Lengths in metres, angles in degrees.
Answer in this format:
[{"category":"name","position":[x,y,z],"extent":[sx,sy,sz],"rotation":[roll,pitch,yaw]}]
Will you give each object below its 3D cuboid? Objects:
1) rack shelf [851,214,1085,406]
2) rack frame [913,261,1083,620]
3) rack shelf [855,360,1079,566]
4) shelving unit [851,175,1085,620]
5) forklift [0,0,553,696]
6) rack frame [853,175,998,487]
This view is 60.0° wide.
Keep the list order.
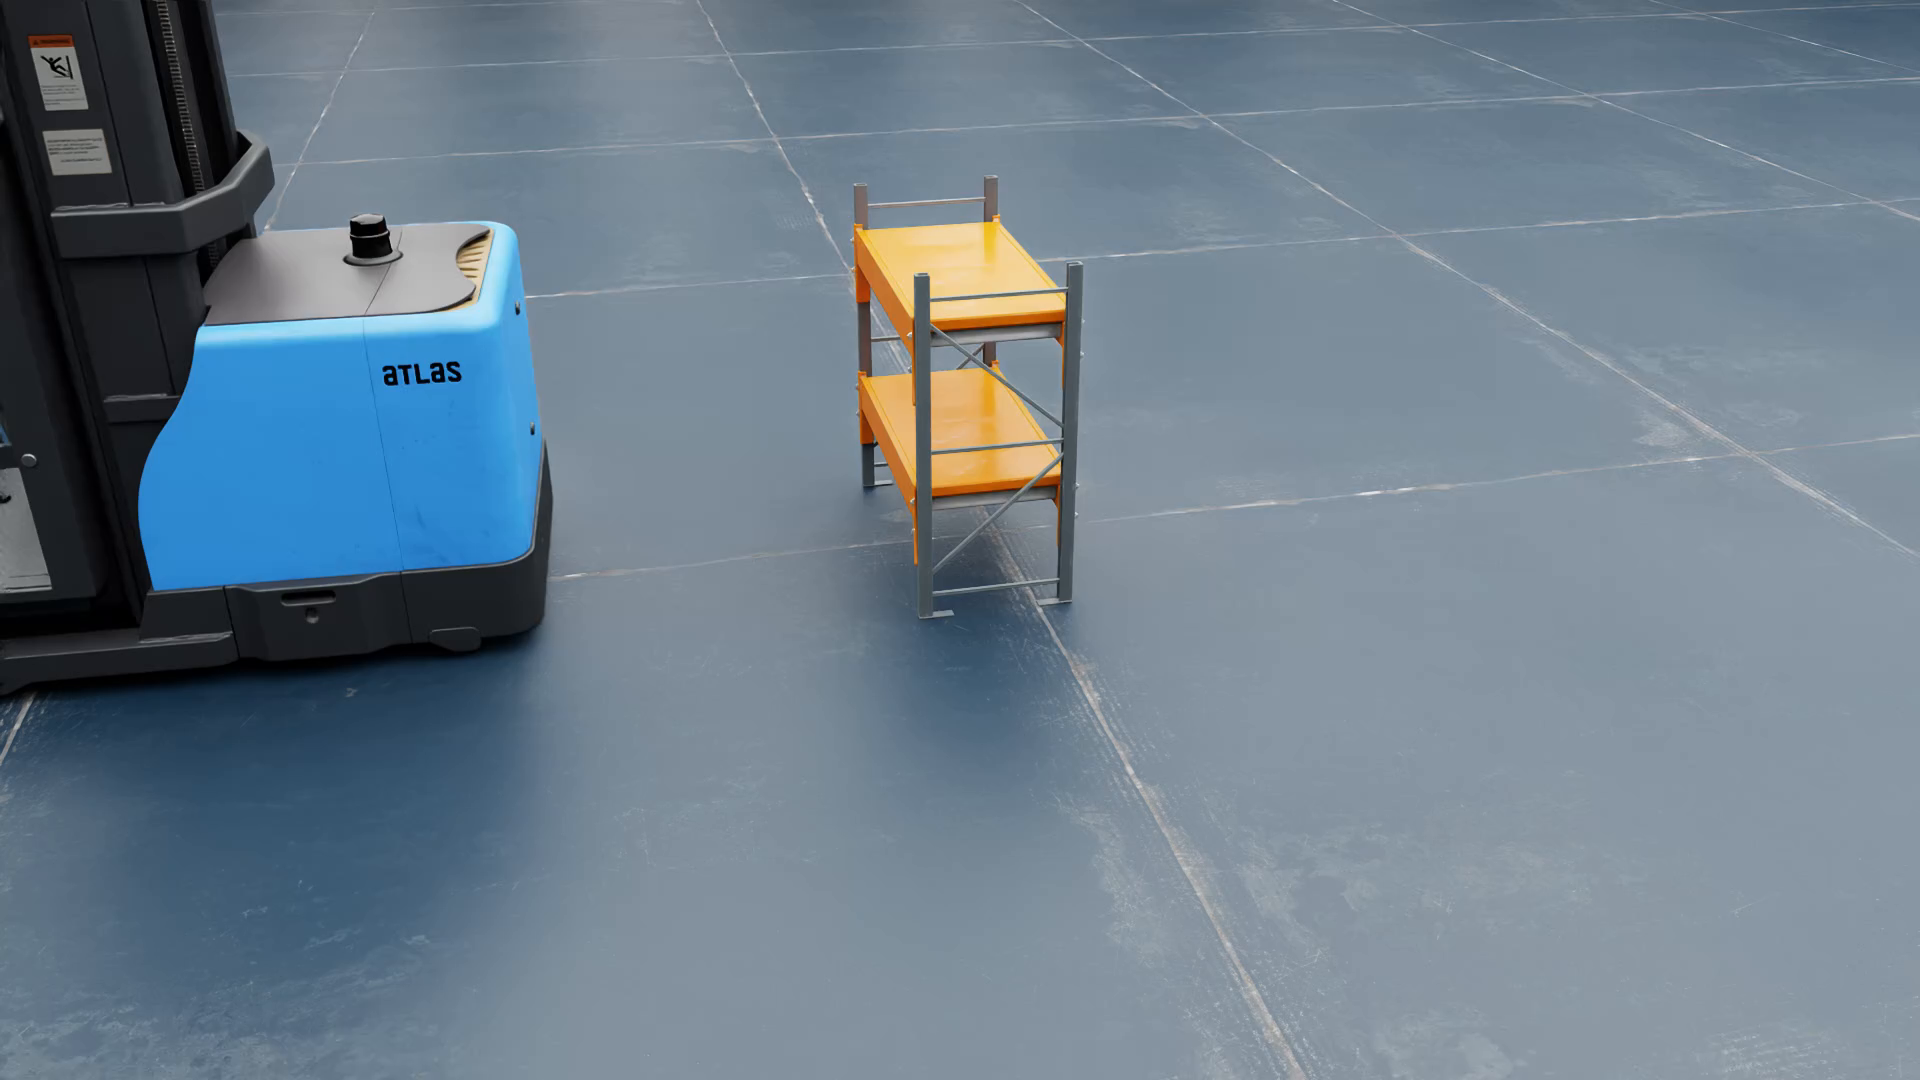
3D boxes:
[{"category":"rack shelf","position":[-0.002,-0.766,5.371],"extent":[0.538,0.278,1.000],"rotation":[-6,27,-12]},{"category":"rack frame","position":[0.113,-0.282,5.060],"extent":[0.500,1.125,0.032],"rotation":[-6,27,-12]},{"category":"rack shelf","position":[-0.002,-0.287,5.613],"extent":[0.538,0.278,1.000],"rotation":[-6,27,-12]},{"category":"shelving unit","position":[-0.002,-0.505,5.502],"extent":[0.538,1.125,1.048],"rotation":[-6,27,-12]},{"category":"forklift","position":[-2.850,-1.074,4.626],"extent":[3.031,2.935,1.130],"rotation":[-5,27,-9]},{"category":"rack frame","position":[-0.116,-0.728,5.945],"extent":[0.500,1.125,0.032],"rotation":[-6,27,-12]}]
